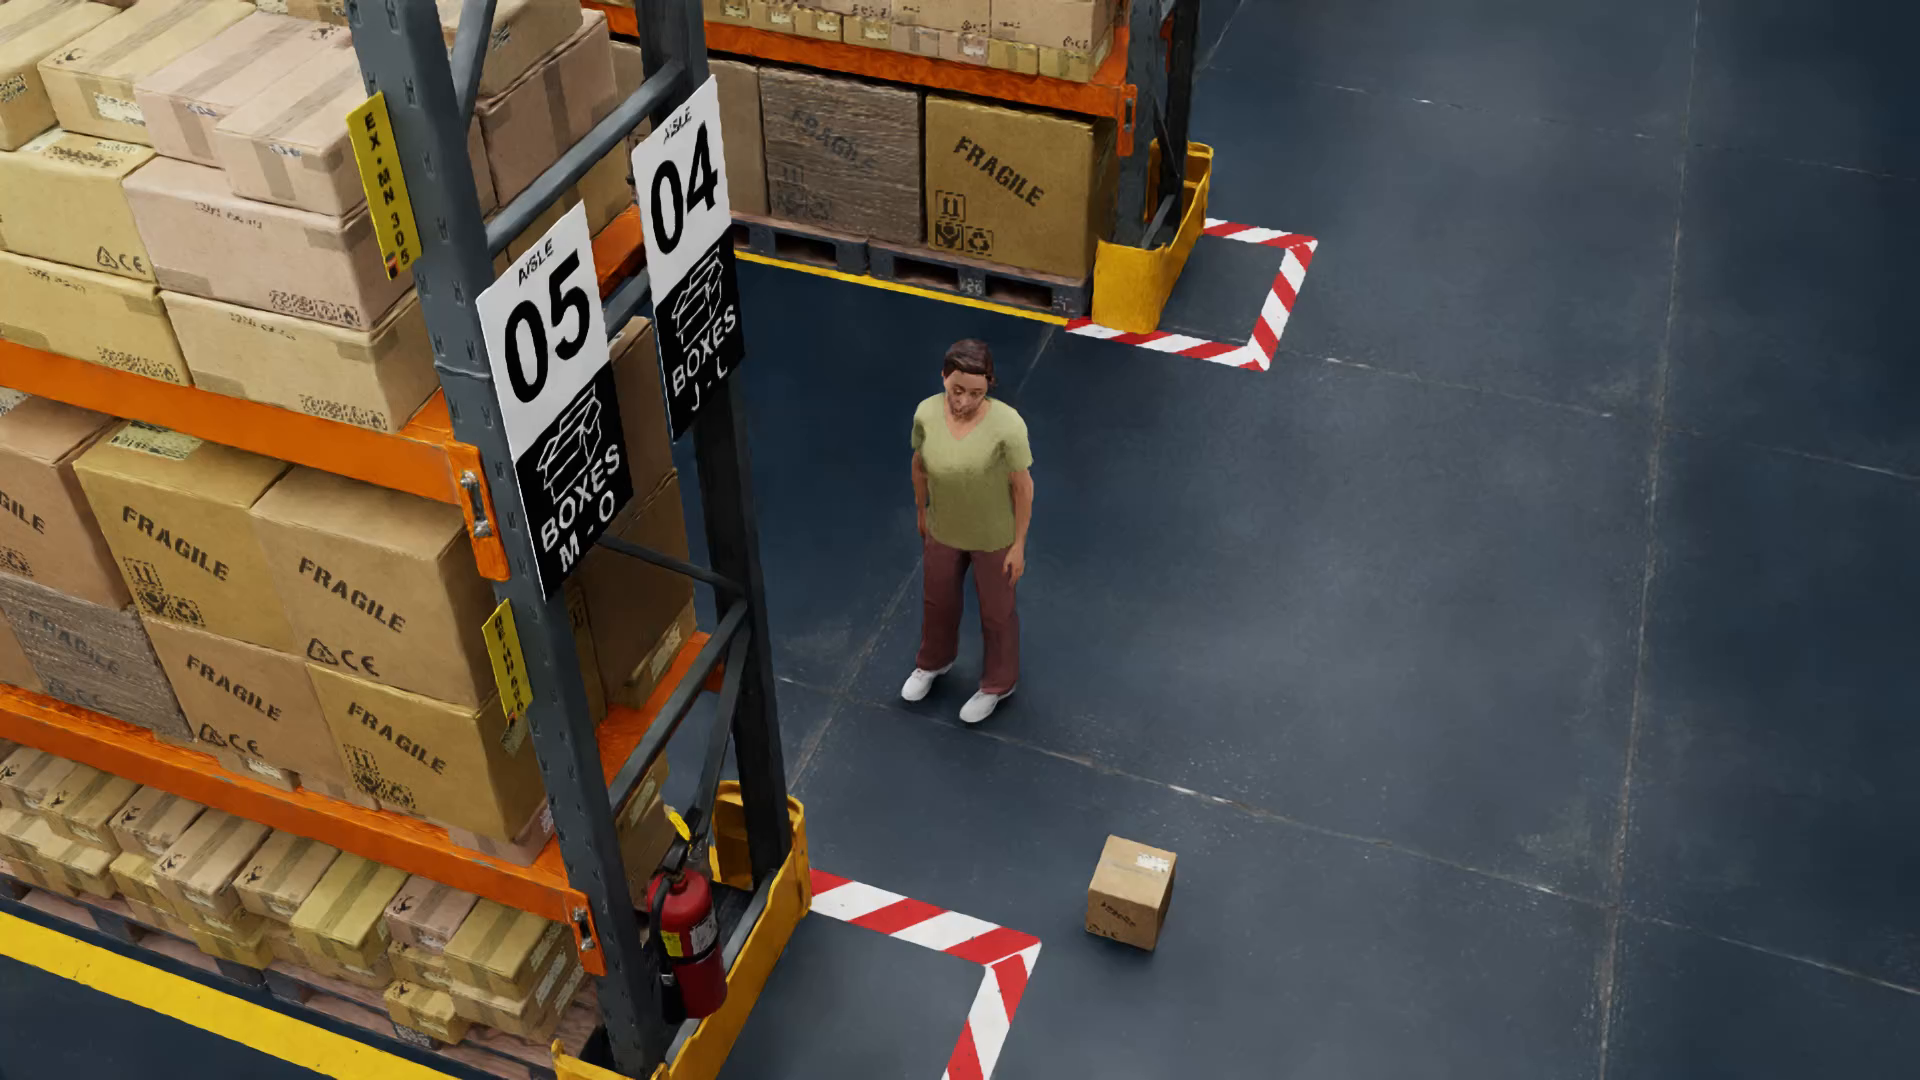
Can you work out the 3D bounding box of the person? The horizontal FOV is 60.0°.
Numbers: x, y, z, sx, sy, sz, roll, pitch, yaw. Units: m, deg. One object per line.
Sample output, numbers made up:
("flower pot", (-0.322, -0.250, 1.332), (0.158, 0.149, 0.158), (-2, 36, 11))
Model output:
("person", (0.030, -0.019, 6.149), (0.490, 1.679, 0.372), (15, 44, 16))
